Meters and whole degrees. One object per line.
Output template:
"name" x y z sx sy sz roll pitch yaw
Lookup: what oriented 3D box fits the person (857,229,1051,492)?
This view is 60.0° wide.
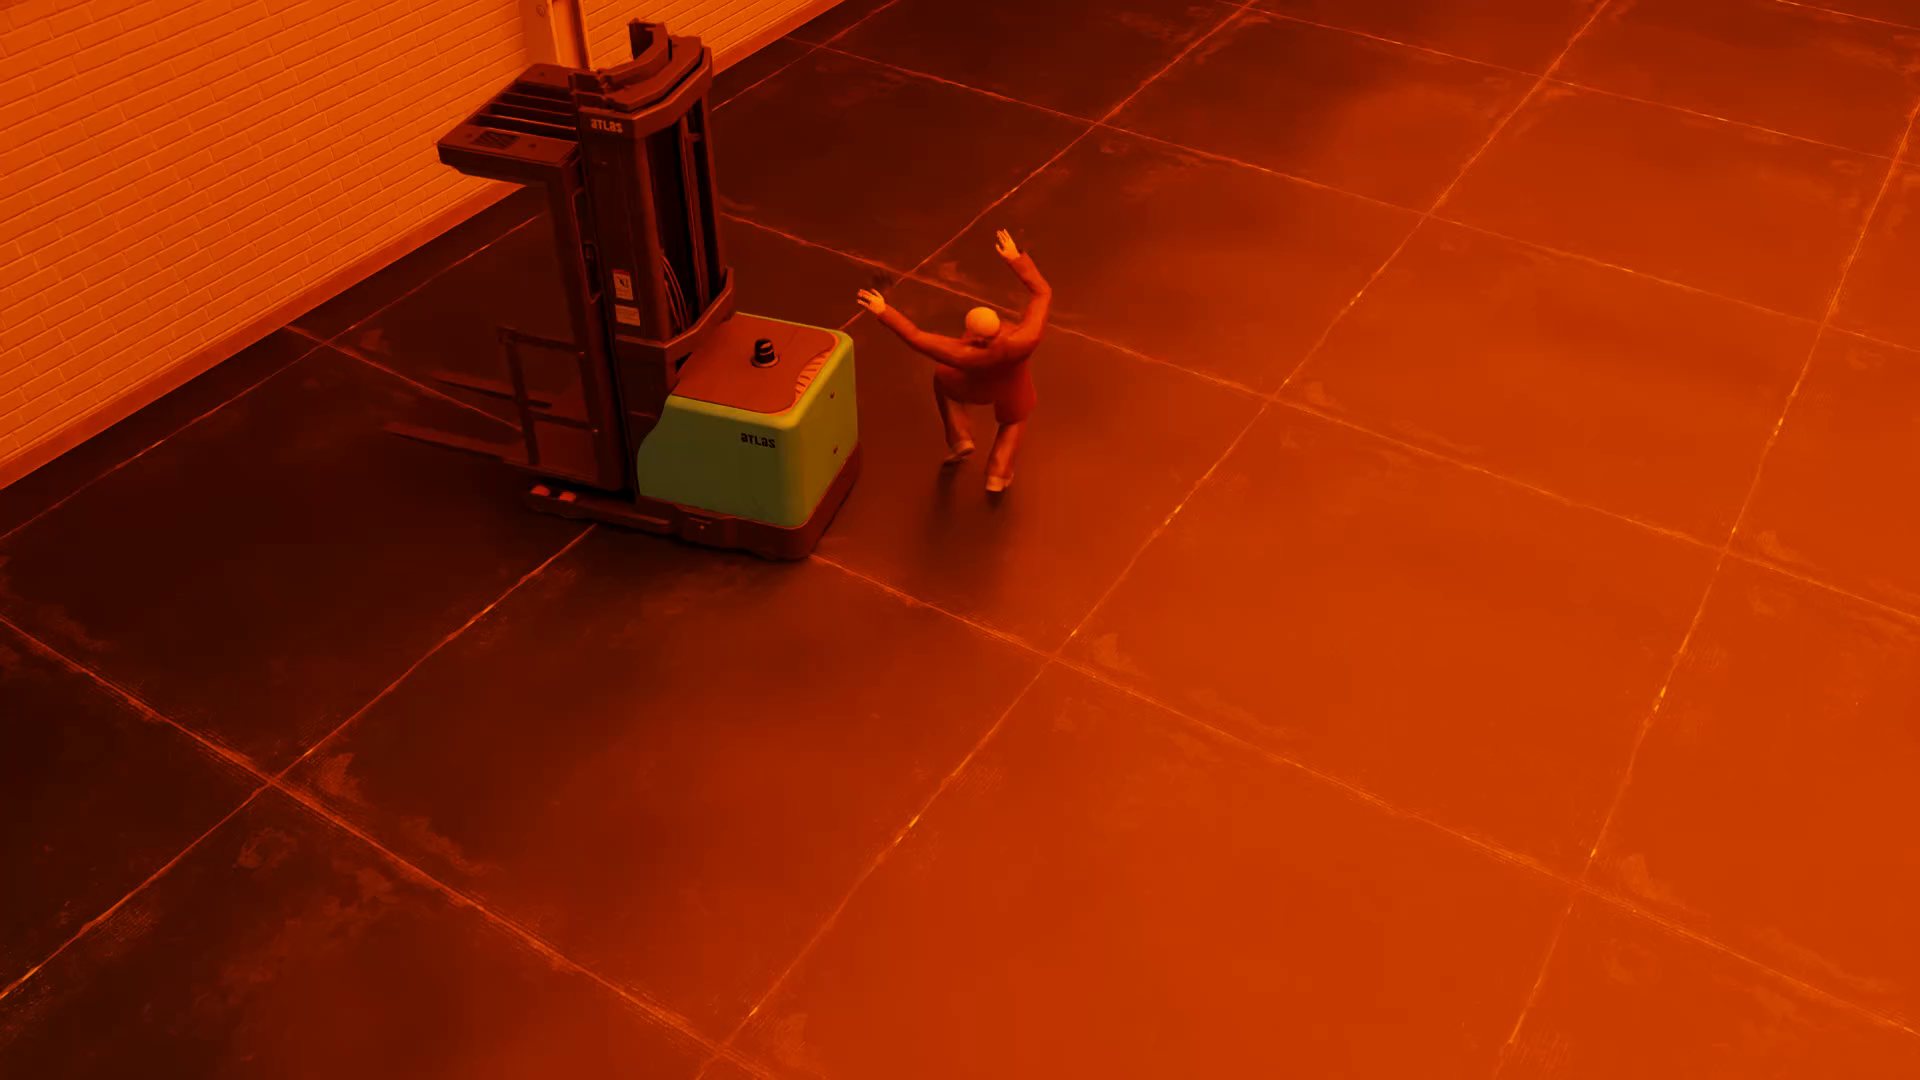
"person" -0.031 -1.059 10.202 1.148 1.723 0.831 -1 40 -2

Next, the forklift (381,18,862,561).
"forklift" -2.204 -1.563 9.811 3.031 2.935 1.130 12 42 14
